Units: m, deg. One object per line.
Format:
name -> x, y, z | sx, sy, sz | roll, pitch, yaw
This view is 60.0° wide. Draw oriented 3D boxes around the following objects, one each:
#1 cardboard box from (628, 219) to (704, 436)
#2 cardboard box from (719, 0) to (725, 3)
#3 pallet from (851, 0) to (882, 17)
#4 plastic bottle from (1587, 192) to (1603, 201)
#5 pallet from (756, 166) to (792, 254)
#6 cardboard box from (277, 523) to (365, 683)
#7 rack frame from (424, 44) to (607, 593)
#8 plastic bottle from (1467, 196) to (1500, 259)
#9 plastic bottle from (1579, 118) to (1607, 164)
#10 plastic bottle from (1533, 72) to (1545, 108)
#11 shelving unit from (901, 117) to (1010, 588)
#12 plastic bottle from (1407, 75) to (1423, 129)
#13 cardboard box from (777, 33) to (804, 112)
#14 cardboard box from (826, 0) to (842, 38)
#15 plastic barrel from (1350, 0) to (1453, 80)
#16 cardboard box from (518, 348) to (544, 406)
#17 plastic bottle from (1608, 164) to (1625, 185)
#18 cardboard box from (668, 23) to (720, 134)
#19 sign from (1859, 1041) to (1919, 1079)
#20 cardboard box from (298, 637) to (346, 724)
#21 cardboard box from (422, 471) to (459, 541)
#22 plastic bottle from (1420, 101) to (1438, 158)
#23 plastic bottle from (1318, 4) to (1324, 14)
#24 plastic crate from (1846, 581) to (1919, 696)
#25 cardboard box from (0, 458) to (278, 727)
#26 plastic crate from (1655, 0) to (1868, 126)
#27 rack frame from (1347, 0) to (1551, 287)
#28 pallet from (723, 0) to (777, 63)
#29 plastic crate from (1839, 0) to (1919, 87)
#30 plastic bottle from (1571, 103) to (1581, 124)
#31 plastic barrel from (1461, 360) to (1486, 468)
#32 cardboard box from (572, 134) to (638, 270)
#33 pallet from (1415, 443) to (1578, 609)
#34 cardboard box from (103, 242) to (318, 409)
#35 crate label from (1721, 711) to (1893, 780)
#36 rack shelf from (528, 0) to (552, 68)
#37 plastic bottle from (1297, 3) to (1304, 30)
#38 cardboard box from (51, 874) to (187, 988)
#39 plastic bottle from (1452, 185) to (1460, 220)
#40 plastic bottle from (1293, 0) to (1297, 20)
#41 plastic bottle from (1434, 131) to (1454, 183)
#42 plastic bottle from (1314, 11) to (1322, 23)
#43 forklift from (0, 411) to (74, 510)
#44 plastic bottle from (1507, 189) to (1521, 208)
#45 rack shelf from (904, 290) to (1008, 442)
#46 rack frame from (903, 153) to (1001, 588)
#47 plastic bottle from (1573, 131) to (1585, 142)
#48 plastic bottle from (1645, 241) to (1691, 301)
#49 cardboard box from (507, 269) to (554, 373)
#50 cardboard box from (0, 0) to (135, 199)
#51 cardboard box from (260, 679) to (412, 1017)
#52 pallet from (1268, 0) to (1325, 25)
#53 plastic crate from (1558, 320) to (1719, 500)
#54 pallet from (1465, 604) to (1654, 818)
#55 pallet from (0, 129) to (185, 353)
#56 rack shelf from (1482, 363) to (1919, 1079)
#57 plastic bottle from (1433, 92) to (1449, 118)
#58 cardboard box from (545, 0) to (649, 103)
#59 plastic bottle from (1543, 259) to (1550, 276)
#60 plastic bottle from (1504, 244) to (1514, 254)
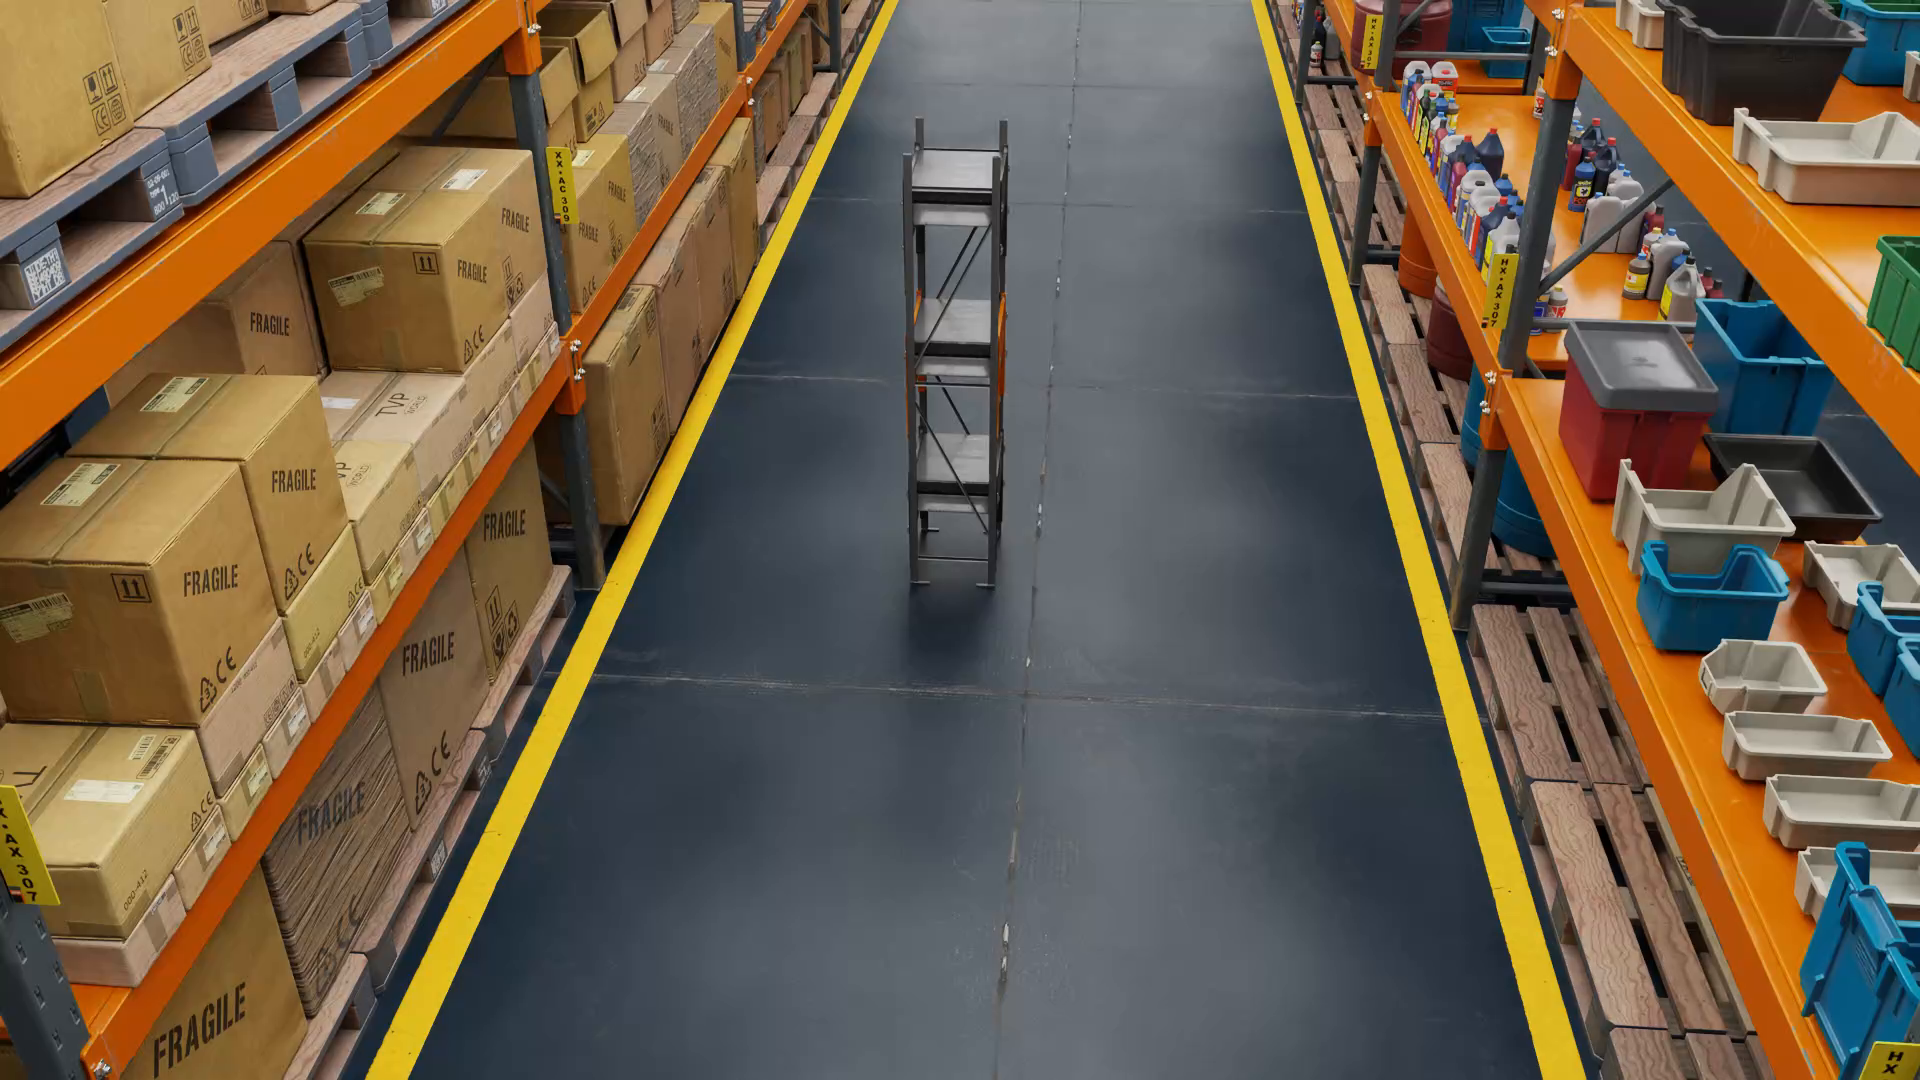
cardboard box -> -2.088, -1.157, 8.893 | 1.225, 0.875, 0.875 | 1, 32, 2
cardboard box -> -1.916, -3.973, 11.342 | 0.700, 0.500, 0.500 | 7, 32, 11
pallet -> -1.323, -5.704, 17.305 | 1.003, 0.211, 1.213 | 2, 32, 4
plastic bottle -> 3.130, -1.610, 8.193 | 0.097, 0.201, 0.097 | 0, 32, 0
pallet -> -1.801, -2.393, 11.931 | 1.003, 0.211, 1.213 | 2, 32, 4
cardboard box -> -2.129, 0.175, 4.966 | 0.500, 0.250, 0.500 | 1, 32, 2
rack frame -> -2.192, -1.080, 7.143 | 1.000, 3.000, 0.127 | 2, 32, 4
plastic bottle -> 2.525, -1.490, 7.927 | 0.152, 0.276, 0.135 | 2, 32, 4
plastic bottle -> 3.315, -2.030, 8.732 | 0.144, 0.351, 0.185 | 2, 32, 4
plastic bottle -> 3.462, -2.680, 9.851 | 0.061, 0.283, 0.133 | 2, 32, 4
shelving unit -> -0.013, -0.807, 7.559 | 0.431, 2.100, 0.503 | 2, 32, 4
plastic bottle -> 2.641, -2.528, 9.604 | 0.061, 0.283, 0.133 | 2, 32, 4
cardboard box -> -1.670, -3.817, 13.548 | 0.700, 0.500, 0.500 | 2, 32, 4
cardboard box -> -1.429, -4.885, 15.300 | 0.500, 0.500, 0.500 | 13, 34, 19
plastic barrel -> 2.806, -3.273, 10.573 | 0.600, 0.536, 0.708 | 2, 32, 4
cardboard box -> -1.911, -0.664, 6.709 | 0.380, 0.149, 0.250 | 3, 32, 5
plastic bottle -> 3.301, -1.755, 8.361 | 0.097, 0.271, 0.097 | 0, 32, 0
cardboard box -> -1.706, -2.685, 9.652 | 0.500, 0.500, 0.500 | 2, 32, 4
sign -> 1.869, 1.139, 3.387 | 0.100, 0.325, 0.005 | 2, 32, 4
cardboard box -> -2.078, 0.410, 4.965 | 0.380, 0.149, 0.250 | 2, 32, 3
cardboard box -> -1.995, -0.127, 5.837 | 0.380, 0.149, 0.250 | 2, 32, 3
plastic bottle -> 2.600, -2.267, 9.181 | 0.061, 0.283, 0.133 | 2, 32, 4
plastic bottle -> 3.326, -4.781, 15.319 | 0.061, 0.283, 0.133 | 2, 32, 4
plastic crate -> 2.899, 0.309, 4.992 | 0.416, 0.233, 0.300 | 2, 32, 4
cardboard box -> -2.169, 0.129, 4.326 | 0.500, 0.500, 0.500 | 2, 32, 3
plastic crate -> 2.370, -1.452, 5.012 | 0.497, 0.269, 0.590 | 2, 32, 4
rack frame -> 3.070, -2.960, 10.194 | 1.000, 3.000, 0.127 | 2, 32, 4
pallet -> -1.914, -3.467, 11.199 | 1.213, 0.211, 1.003 | 2, 32, 4
plastic crate -> 2.989, -1.584, 5.262 | 0.416, 0.233, 0.300 | 2, 32, 4
plastic bottle -> 3.384, -2.291, 9.232 | 0.097, 0.271, 0.097 | 0, 32, 0
plastic barrel -> 2.863, -0.808, 8.301 | 0.600, 0.901, 0.708 | 2, 32, 4
cardboard box -> -1.865, -1.615, 7.916 | 0.500, 0.500, 0.500 | 3, 32, 4
pallet -> 2.849, -0.083, 8.183 | 1.003, 0.211, 1.213 | 2, 32, 4
cardboard box -> -2.571, -0.693, 5.660 | 0.500, 0.500, 0.500 | 1, 32, 2
crate label -> 2.341, 0.578, 4.647 | 0.396, 0.136, 0.243 | 2, 32, 4
rack shelf -> -2.029, -3.096, 8.242 | 1.077, 0.370, 4.000 | 2, 32, 4
plastic bottle -> 3.211, -4.897, 15.518 | 0.097, 0.271, 0.097 | 0, 32, 0
cardboard box -> -2.160, 0.947, 4.093 | 0.380, 0.149, 0.250 | 3, 32, 5
plastic bottle -> 2.537, -1.712, 8.358 | 0.097, 0.201, 0.097 | 0, 32, 0
plastic bottle -> 3.227, -5.122, 15.871 | 0.061, 0.283, 0.133 | 3, 32, 5
plastic bottle -> 2.582, -2.029, 8.806 | 0.097, 0.271, 0.097 | 0, 32, 0
plastic bottle -> 3.177, -4.560, 14.896 | 0.144, 0.351, 0.185 | 1, 32, 2
forklift -> -4.606, -0.952, 7.001 | 1.130, 2.935, 3.031 | 2, 32, 3
plastic bottle -> 2.662, -1.563, 8.049 | 0.097, 0.271, 0.097 | 0, 32, 0
rack shelf -> -0.013, -0.796, 7.566 | 0.431, 0.518, 0.480 | 2, 32, 4
rack frame -> -0.033, -0.680, 7.352 | 0.400, 2.100, 0.015 | 2, 32, 4
plastic bottle -> 3.361, -2.109, 9.002 | 0.097, 0.201, 0.097 | 0, 32, 0
plastic bottle -> 3.192, -1.232, 7.509 | 0.152, 0.276, 0.135 | 2, 32, 4
cardboard box -> -1.966, -0.900, 6.711 | 0.500, 0.250, 0.500 | 2, 32, 3
cardboard box -> -2.363, -1.092, 3.713 | 0.700, 0.500, 0.500 | 1, 32, 2
cardboard box -> -2.471, 0.924, 5.517 | 0.875, 0.875, 0.875 | 2, 32, 4
pallet -> 3.691, -5.490, 16.957 | 1.003, 0.211, 1.213 | 2, 32, 4
plastic crate -> 2.422, -0.465, 6.027 | 0.402, 0.464, 0.583 | 2, 32, 4
pallet -> 2.723, 0.705, 6.905 | 1.003, 0.211, 1.213 | 2, 32, 4
pallet -> -2.468, -0.616, 3.615 | 1.003, 0.211, 1.213 | 2, 32, 4
rack shelf -> 2.582, 0.484, 5.291 | 1.077, 0.370, 4.000 | 2, 32, 4
plastic bottle -> 2.699, -2.389, 9.389 | 0.097, 0.271, 0.097 | 0, 32, 0
cardboard box -> -2.046, -2.568, 8.506 | 0.797, 0.503, 0.637 | 3, 32, 6
plastic bottle -> 2.610, -1.199, 7.526 | 0.097, 0.201, 0.097 | 0, 32, 0
plastic bottle -> 2.428, -1.161, 7.387 | 0.061, 0.283, 0.133 | 2, 32, 4
